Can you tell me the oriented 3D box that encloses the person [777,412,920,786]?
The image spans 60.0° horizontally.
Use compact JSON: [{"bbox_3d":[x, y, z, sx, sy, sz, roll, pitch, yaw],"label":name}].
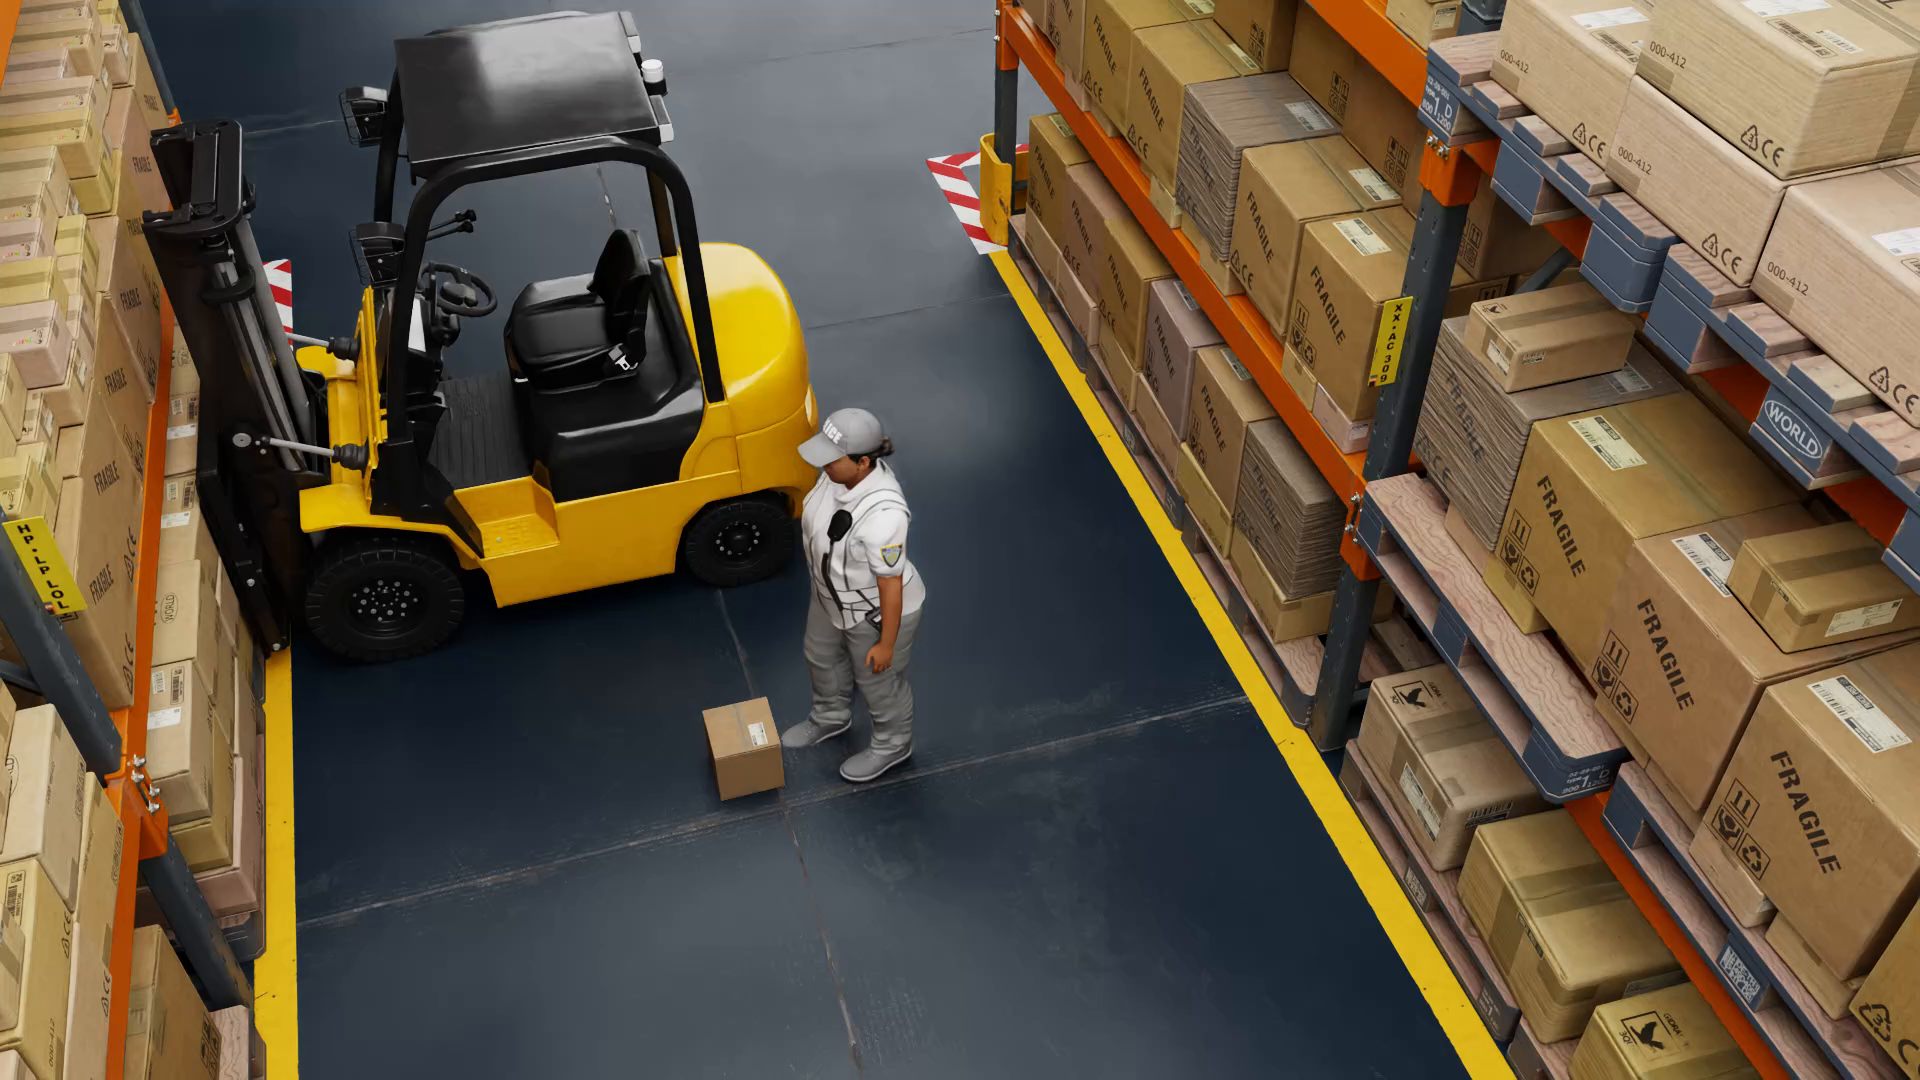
[{"bbox_3d":[-0.424,0.256,5.887,0.534,1.684,0.530,-19,46,-19],"label":"person"}]
